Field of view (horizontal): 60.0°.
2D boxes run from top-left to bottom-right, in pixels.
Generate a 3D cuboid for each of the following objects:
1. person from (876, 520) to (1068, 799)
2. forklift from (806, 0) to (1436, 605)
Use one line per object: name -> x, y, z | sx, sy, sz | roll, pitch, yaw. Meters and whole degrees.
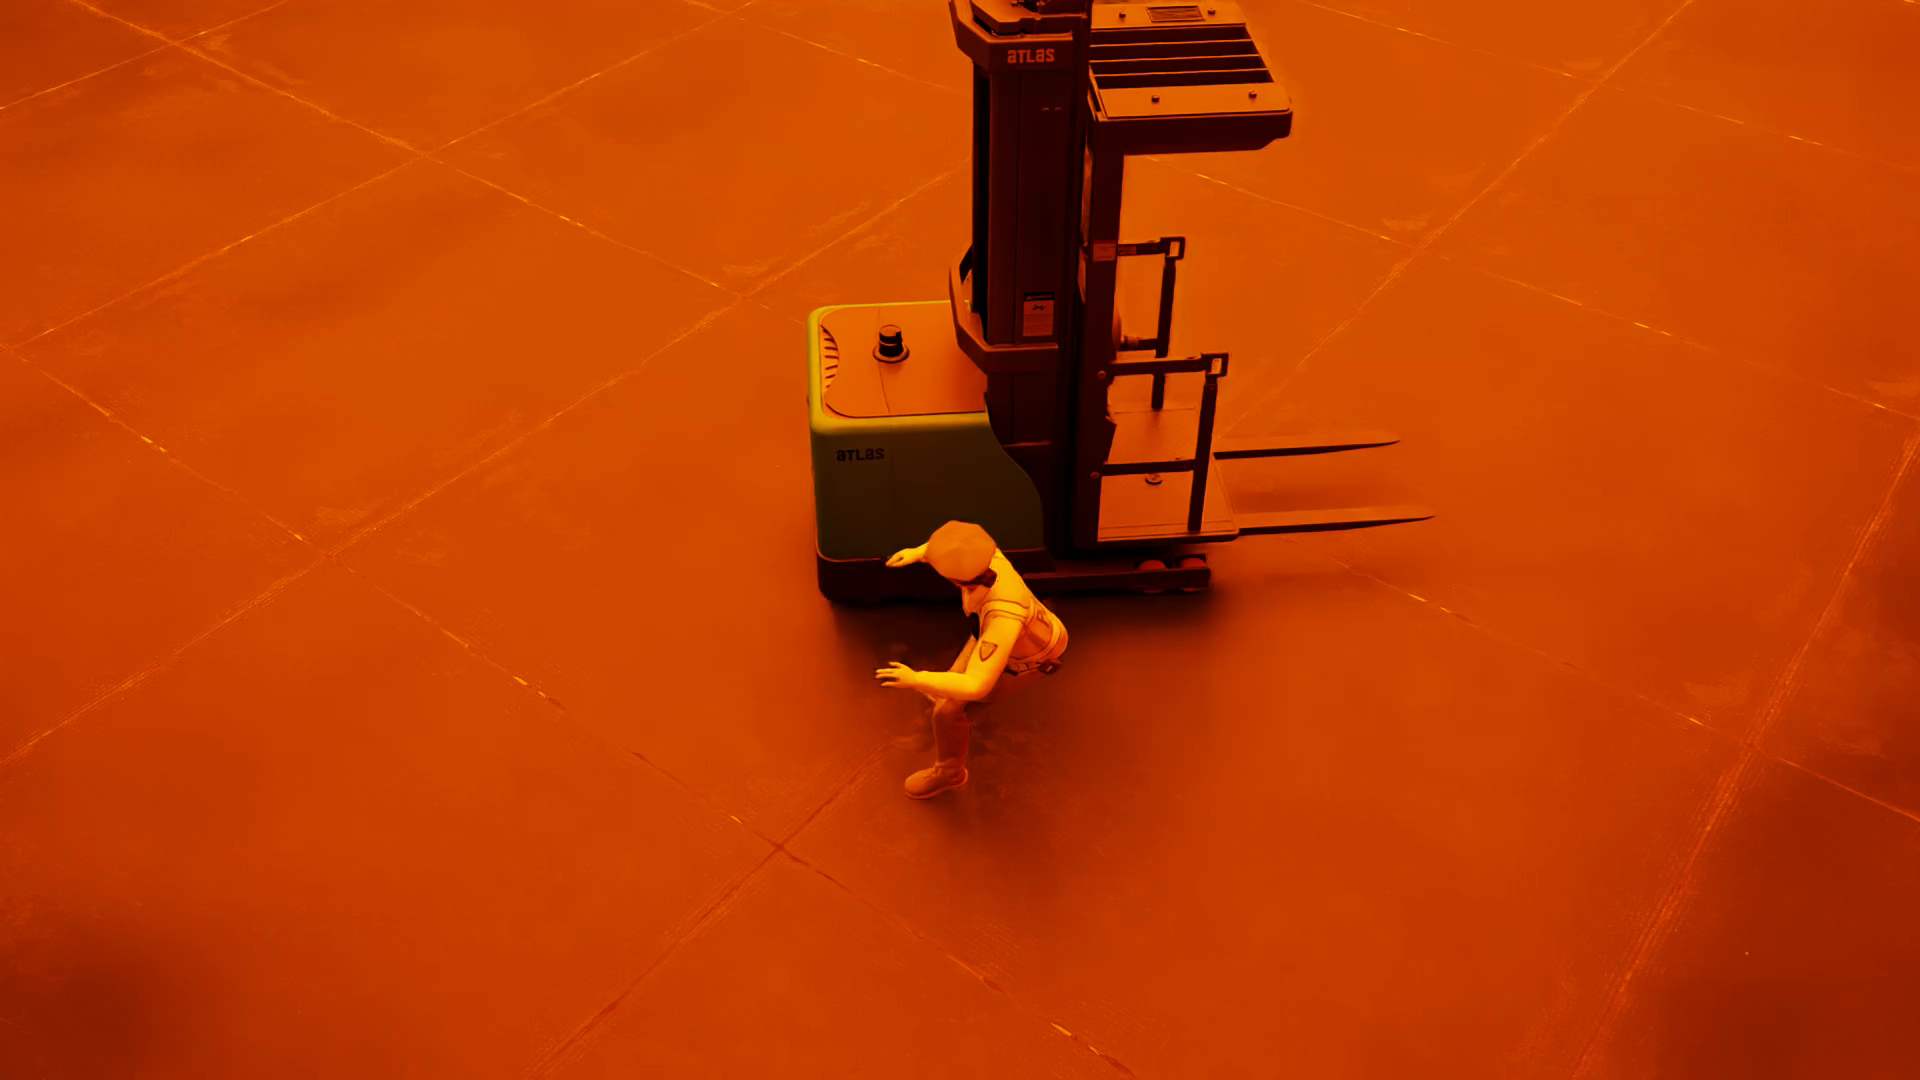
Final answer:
person -> -0.042, 0.448, 6.686 | 0.886, 1.429, 0.910 | -28, 48, -28
forklift -> 0.795, -1.196, 7.477 | 3.031, 2.935, 1.130 | -3, 41, -4
